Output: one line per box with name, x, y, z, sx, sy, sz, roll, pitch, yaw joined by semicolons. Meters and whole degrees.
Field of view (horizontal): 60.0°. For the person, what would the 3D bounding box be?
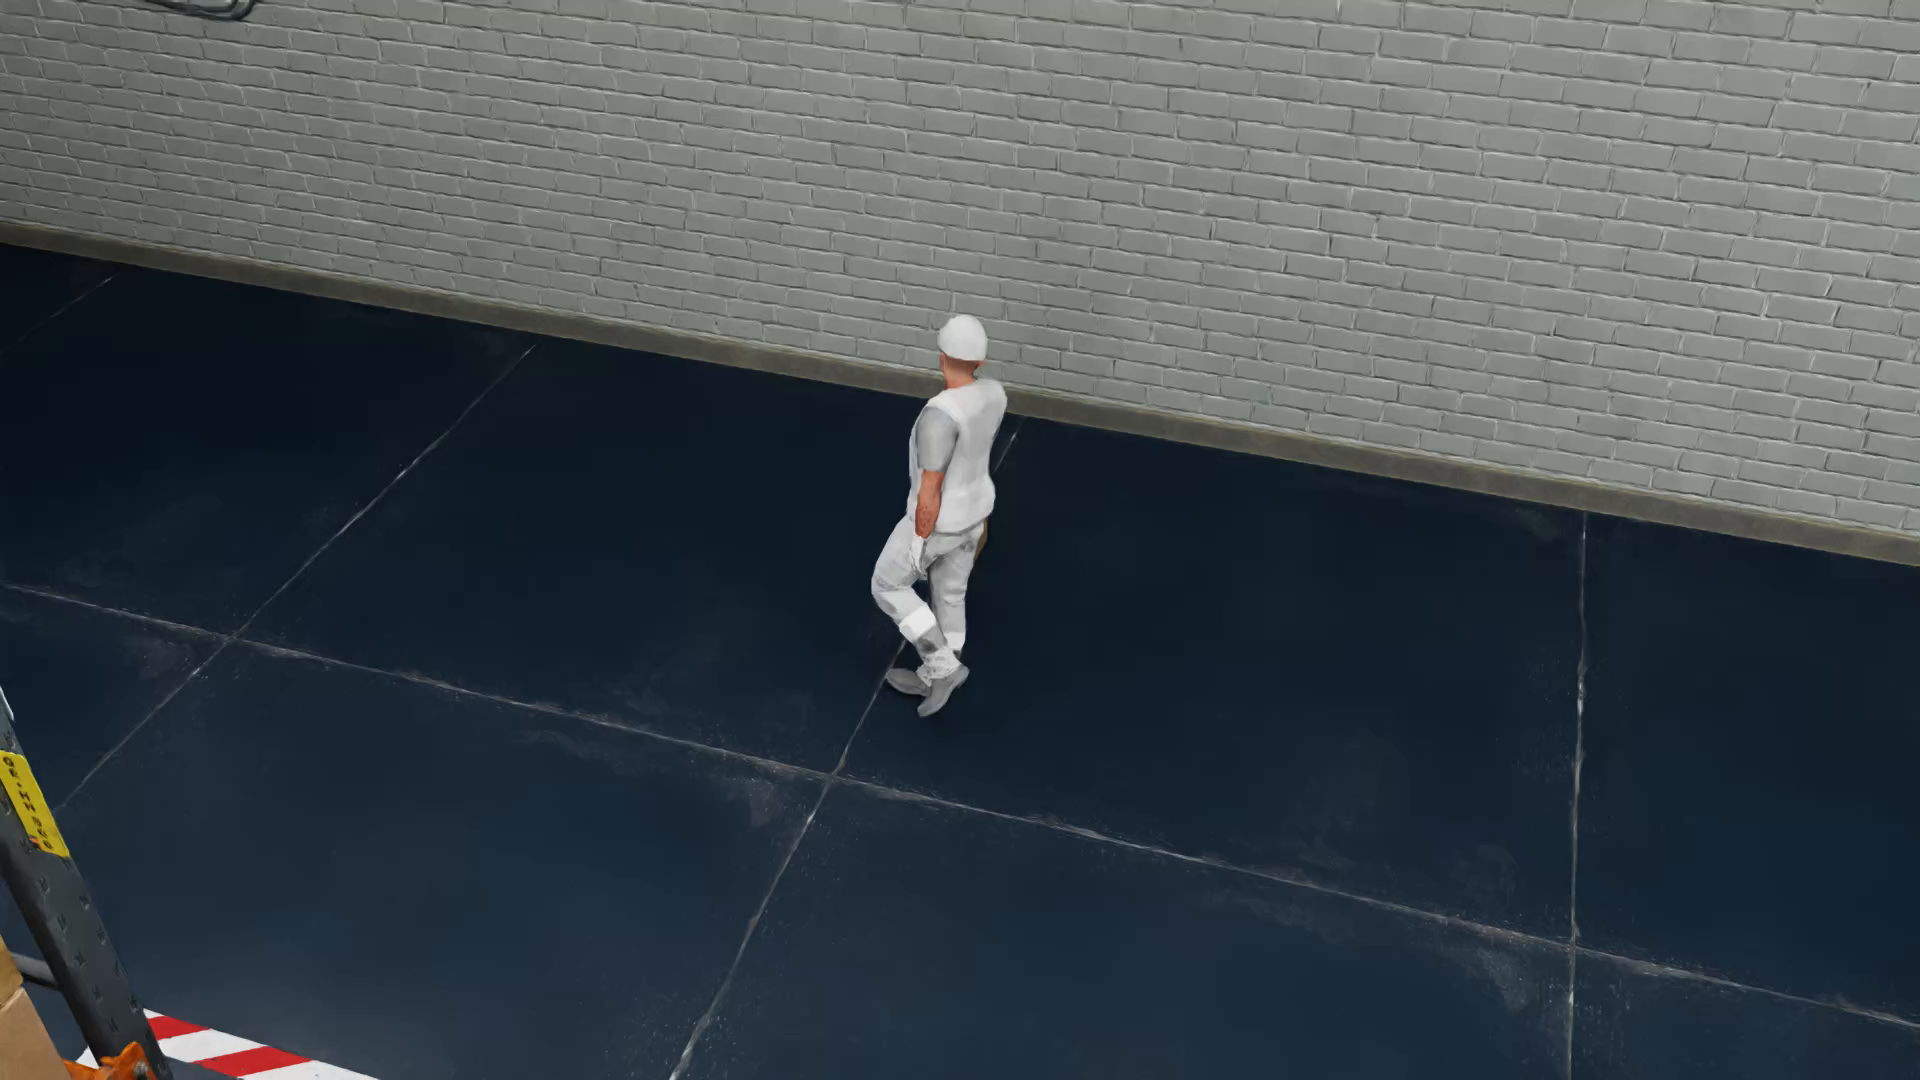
person;-0.064;-0.073;6.981;0.519;1.761;0.731;22;42;27
